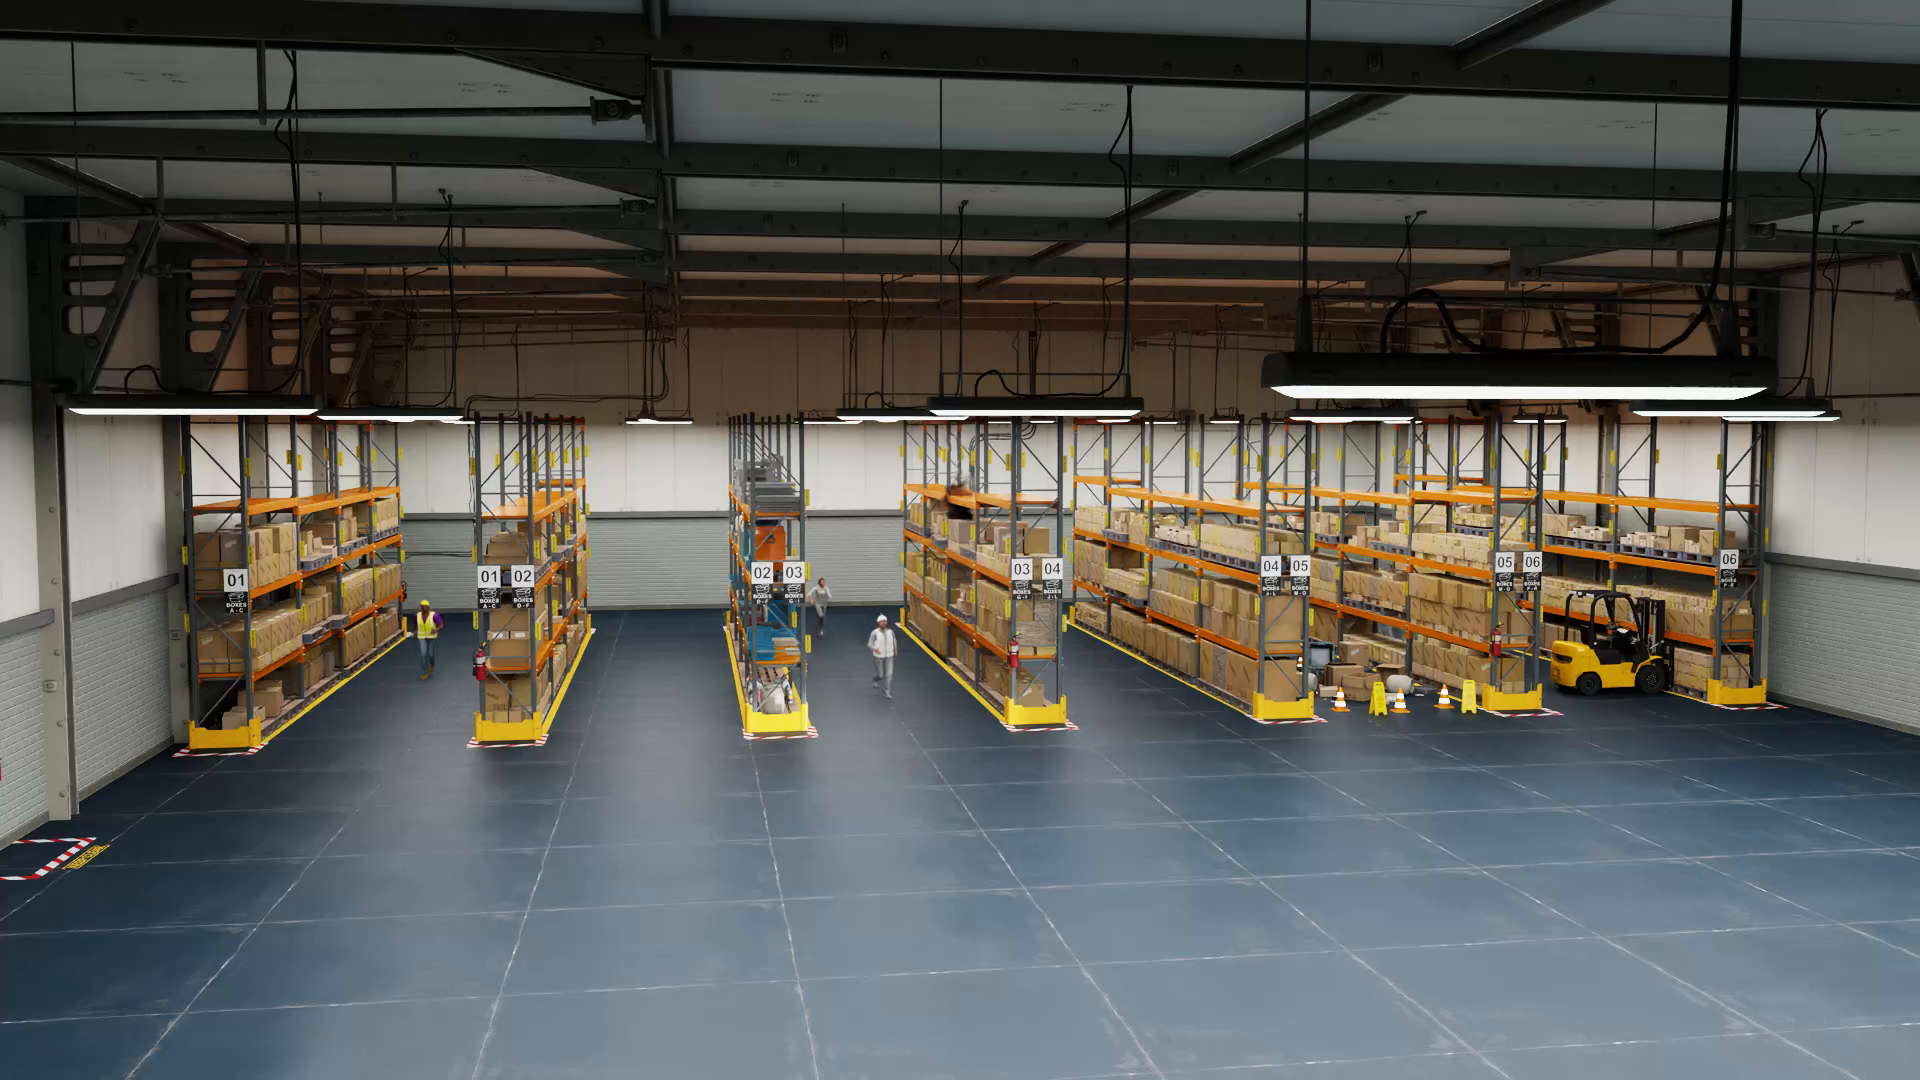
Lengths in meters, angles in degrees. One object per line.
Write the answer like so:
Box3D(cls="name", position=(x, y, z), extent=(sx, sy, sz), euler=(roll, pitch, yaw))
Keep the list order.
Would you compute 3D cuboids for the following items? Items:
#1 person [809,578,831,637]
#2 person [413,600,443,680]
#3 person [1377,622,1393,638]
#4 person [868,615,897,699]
Box3D(cls="person", position=(-3.809, 1.836, 45.469), extent=(0.565, 1.619, 0.772), euler=(-2, 4, -26))
Box3D(cls="person", position=(-12.124, 2.247, 37.881), extent=(0.686, 1.773, 0.886), euler=(-1, 4, -9))
Box3D(cls="person", position=(11.168, 1.891, 43.811), extent=(0.596, 1.740, 0.720), euler=(-1, 4, -14))
Box3D(cls="person", position=(-1.617, 2.463, 35.282), extent=(0.677, 1.746, 0.866), euler=(-1, 4, -20))
